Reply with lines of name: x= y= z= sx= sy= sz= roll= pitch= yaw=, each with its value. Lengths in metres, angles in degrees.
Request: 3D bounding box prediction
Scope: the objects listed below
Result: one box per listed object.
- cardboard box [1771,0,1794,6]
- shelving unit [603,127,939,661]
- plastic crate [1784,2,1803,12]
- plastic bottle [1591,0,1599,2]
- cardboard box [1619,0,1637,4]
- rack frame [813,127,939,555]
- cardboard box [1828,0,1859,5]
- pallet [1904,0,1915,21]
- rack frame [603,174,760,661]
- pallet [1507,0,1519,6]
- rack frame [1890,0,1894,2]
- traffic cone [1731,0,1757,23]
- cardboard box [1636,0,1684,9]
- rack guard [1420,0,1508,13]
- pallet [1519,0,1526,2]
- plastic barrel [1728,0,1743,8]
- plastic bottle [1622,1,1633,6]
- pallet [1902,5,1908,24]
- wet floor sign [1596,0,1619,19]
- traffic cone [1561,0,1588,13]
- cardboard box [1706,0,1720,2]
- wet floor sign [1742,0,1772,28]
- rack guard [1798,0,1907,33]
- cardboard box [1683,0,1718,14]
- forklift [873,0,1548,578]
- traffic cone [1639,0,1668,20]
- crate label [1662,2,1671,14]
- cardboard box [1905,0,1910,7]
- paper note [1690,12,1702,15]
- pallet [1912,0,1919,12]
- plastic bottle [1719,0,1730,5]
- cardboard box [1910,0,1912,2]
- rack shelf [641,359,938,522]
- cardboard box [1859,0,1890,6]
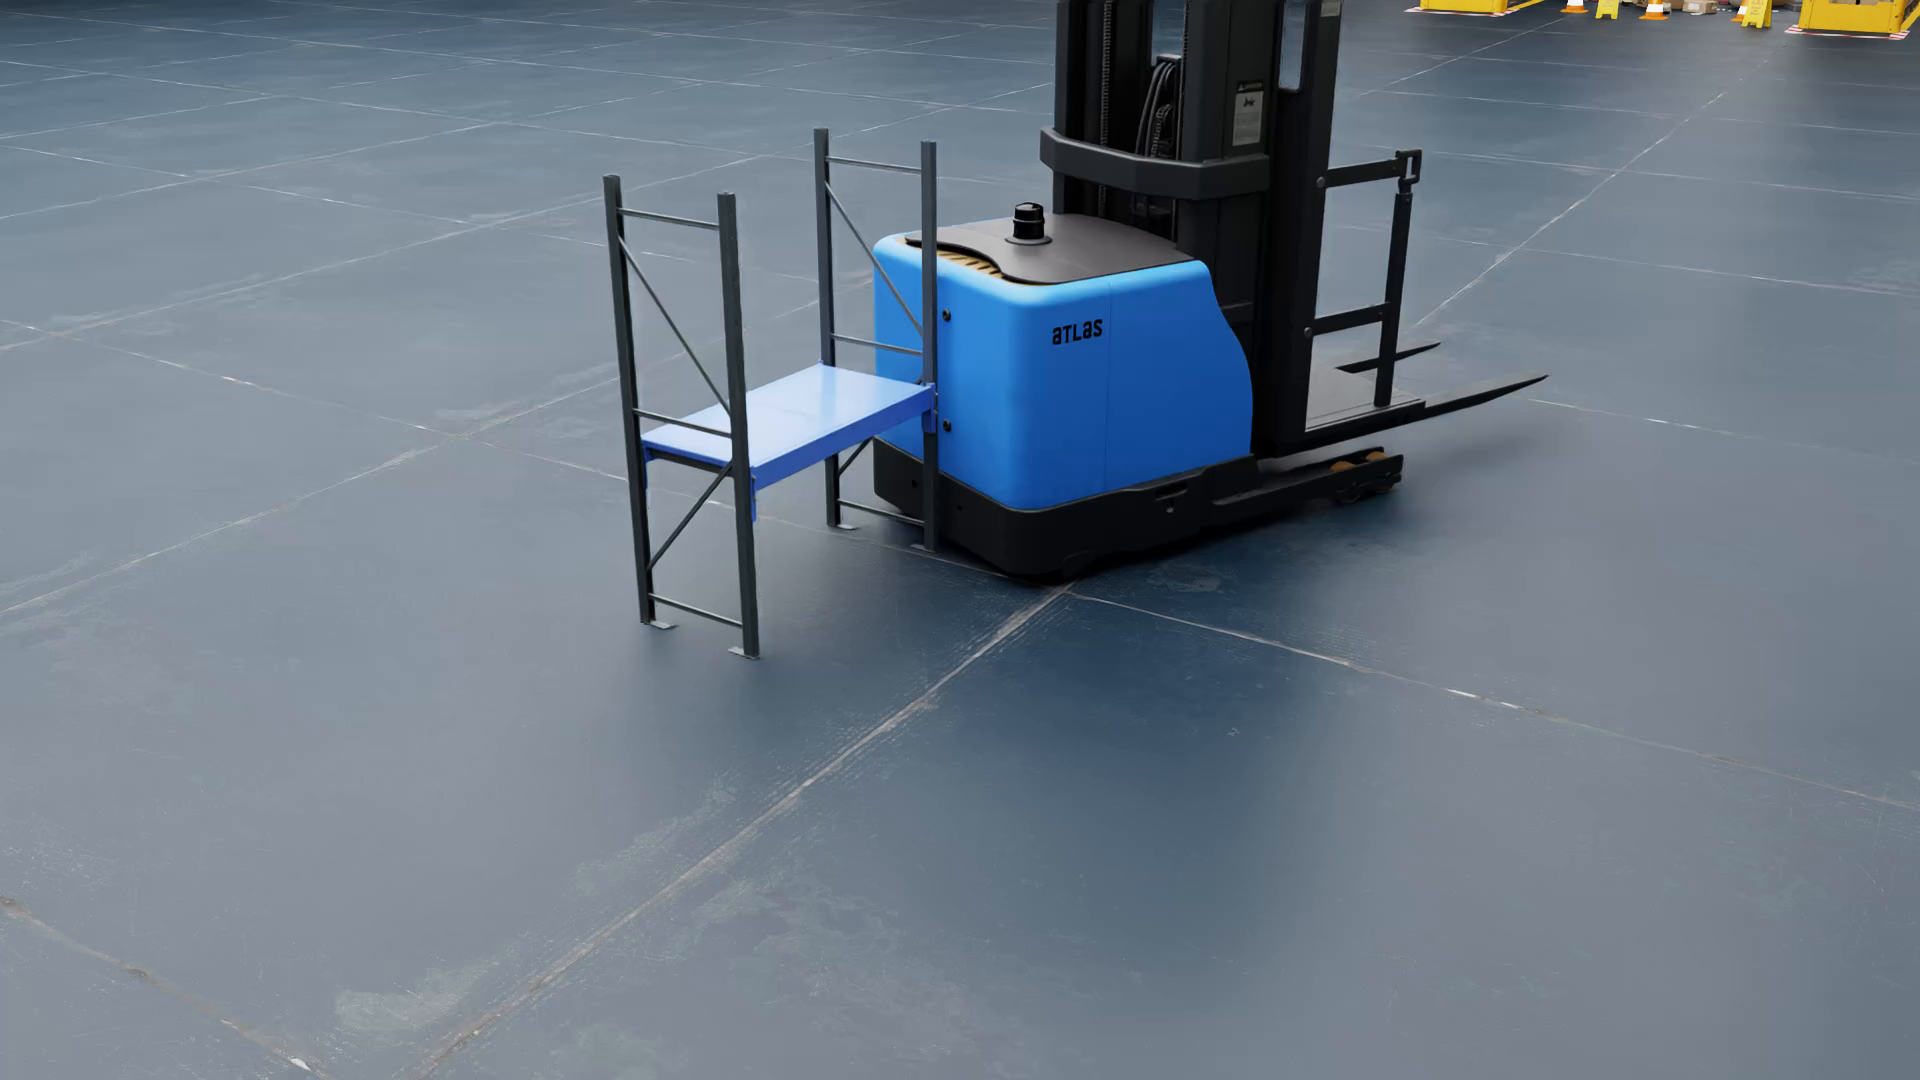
cardboard box: x=11.839 y=-8.082 z=24.288 sx=0.500 sy=0.500 sz=0.500 roll=-7 pitch=24 yaw=-17
shelving unit: x=-0.578 y=-0.527 z=5.578 sx=0.538 sy=1.500 sz=1.048 roll=15 pitch=28 yaw=31
plastic crate: x=12.035 y=-7.607 z=23.721 sx=0.402 sy=0.080 sz=0.583 roll=5 pitch=24 yaw=11
plastic bottle: x=9.561 y=-8.054 z=24.777 sx=0.283 sy=0.061 sz=0.133 roll=5 pitch=24 yaw=11
cardboard box: x=9.960 y=-8.087 z=24.597 sx=0.396 sy=0.266 sz=0.258 roll=20 pitch=30 yaw=38
rack frame: x=-0.295 y=-0.694 z=5.966 sx=0.500 sy=1.500 sz=0.032 roll=15 pitch=28 yaw=31
cardboard box: x=11.661 y=-7.223 z=22.092 sx=0.500 sy=0.250 sz=0.500 roll=14 pitch=27 yaw=29
pallet: x=12.593 y=-7.378 z=23.027 sx=1.003 sy=0.211 sz=1.213 roll=14 pitch=27 yaw=29
rack frame: x=-0.861 y=-0.359 z=5.191 sx=0.500 sy=1.500 sz=0.032 roll=15 pitch=28 yaw=31
pallet: x=7.547 y=-7.965 z=24.382 sx=1.003 sy=0.211 sz=1.213 roll=14 pitch=27 yaw=29
rack frame: x=11.450 y=-7.955 z=20.850 sx=1.000 sy=3.000 sz=0.127 roll=14 pitch=27 yaw=29
traffic cone: x=10.581 y=-7.206 z=22.313 sx=0.336 sy=0.463 sz=0.334 roll=14 pitch=27 yaw=29
cardboard box: x=10.226 y=-7.933 z=23.941 sx=0.797 sy=0.503 sz=0.637 roll=-3 pitch=24 yaw=-7
rack guard: x=7.179 y=-7.803 z=23.645 sx=1.175 sy=0.500 sz=0.348 roll=14 pitch=27 yaw=29
pallet: x=8.191 y=-8.375 z=25.330 sx=1.003 sy=0.211 sz=1.213 roll=14 pitch=27 yaw=29
plastic barrel: x=11.254 y=-7.787 z=23.705 sx=0.421 sy=0.421 sz=0.512 roll=-7 pitch=24 yaw=-17
plastic bottle: x=9.741 y=-7.839 z=24.280 sx=0.133 sy=0.061 sz=0.283 roll=5 pitch=24 yaw=11
pallet: x=11.949 y=-6.968 z=22.079 sx=1.003 sy=0.211 sz=1.213 roll=14 pitch=27 yaw=29
wet floor sign: x=8.859 y=-7.453 z=22.654 sx=0.267 sy=0.644 sz=0.232 roll=9 pitch=25 yaw=20
traffic cone: x=8.678 y=-7.676 z=23.398 sx=0.336 sy=0.463 sz=0.334 roll=14 pitch=27 yaw=29
cardboard box: x=11.307 y=-8.225 z=24.915 sx=0.258 sy=0.266 sz=0.396 roll=-3 pitch=24 yaw=-7
wet floor sign: x=10.441 y=-7.035 z=21.687 sx=0.232 sy=0.644 sz=0.267 roll=-17 pitch=29 yaw=-35
rack guard: x=11.490 y=-6.833 z=21.406 sx=1.175 sy=0.500 sz=0.348 roll=14 pitch=27 yaw=29
cardboard box: x=10.425 y=-7.512 z=23.415 sx=0.250 sy=0.149 sz=0.380 roll=-12 pitch=26 yaw=-26
forklift: x=1.171 y=-1.648 z=6.368 sx=3.031 sy=2.935 sz=1.130 roll=-15 pitch=28 yaw=-31
traffic cone: x=9.459 y=-7.324 z=22.586 sx=0.336 sy=0.463 sz=0.334 roll=14 pitch=27 yaw=29
crate label: x=9.821 y=-7.453 z=23.293 sx=0.250 sy=0.136 sz=0.298 roll=1 pitch=23 yaw=2
cardboard box: x=12.386 y=-7.271 z=22.202 sx=0.500 sy=0.250 sz=0.500 roll=15 pitch=28 yaw=31
paper note: x=10.258 y=-7.329 z=23.140 sx=0.148 sy=0.019 sz=0.142 roll=5 pitch=24 yaw=11
pallet: x=13.236 y=-7.791 z=23.982 sx=1.003 sy=0.211 sz=1.213 roll=14 pitch=27 yaw=29
plastic bottle: x=11.286 y=-7.914 z=24.454 sx=0.133 sy=0.061 sz=0.283 roll=20 pitch=30 yaw=38
cardboard box: x=12.664 y=-7.458 z=22.633 sx=0.500 sy=0.250 sz=0.500 roll=16 pitch=28 yaw=32
rack shelf: x=-0.578 y=-0.361 z=5.650 sx=0.538 sy=0.185 sz=1.000 roll=15 pitch=28 yaw=31
cardboard box: x=12.111 y=-7.100 z=21.808 sx=0.500 sy=0.250 sz=0.500 roll=14 pitch=27 yaw=29
